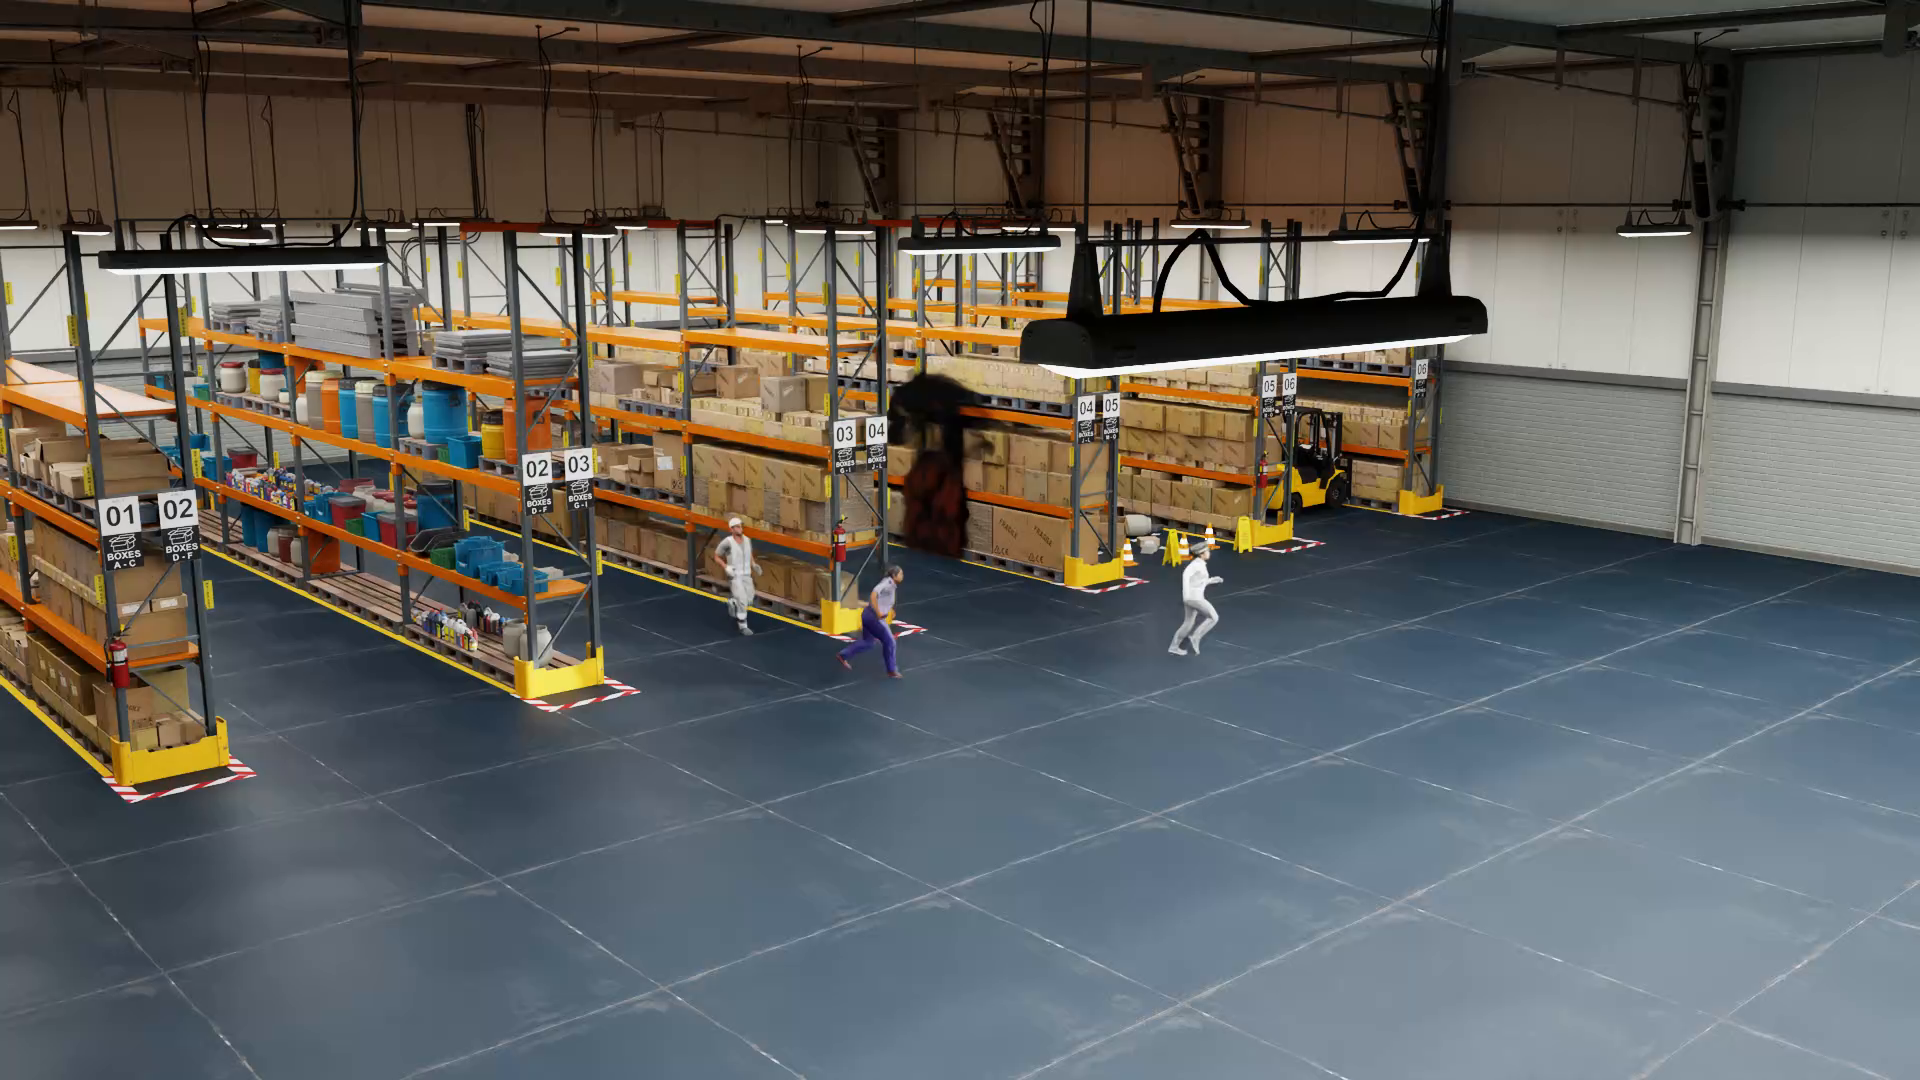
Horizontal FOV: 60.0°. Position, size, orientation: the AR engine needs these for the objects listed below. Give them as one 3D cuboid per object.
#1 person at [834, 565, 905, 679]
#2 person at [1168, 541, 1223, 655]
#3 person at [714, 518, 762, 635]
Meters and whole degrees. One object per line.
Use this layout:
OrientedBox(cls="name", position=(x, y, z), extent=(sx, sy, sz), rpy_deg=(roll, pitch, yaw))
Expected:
OrientedBox(cls="person", position=(-1.226, 1.140, 22.460), extent=(0.973, 1.583, 0.629), rpy_deg=(0, 11, 2))
OrientedBox(cls="person", position=(3.332, 0.831, 23.476), extent=(0.760, 1.636, 0.643), rpy_deg=(0, 11, 1))
OrientedBox(cls="person", position=(-3.354, 0.525, 24.902), extent=(0.655, 1.750, 0.689), rpy_deg=(-10, 15, -42))
